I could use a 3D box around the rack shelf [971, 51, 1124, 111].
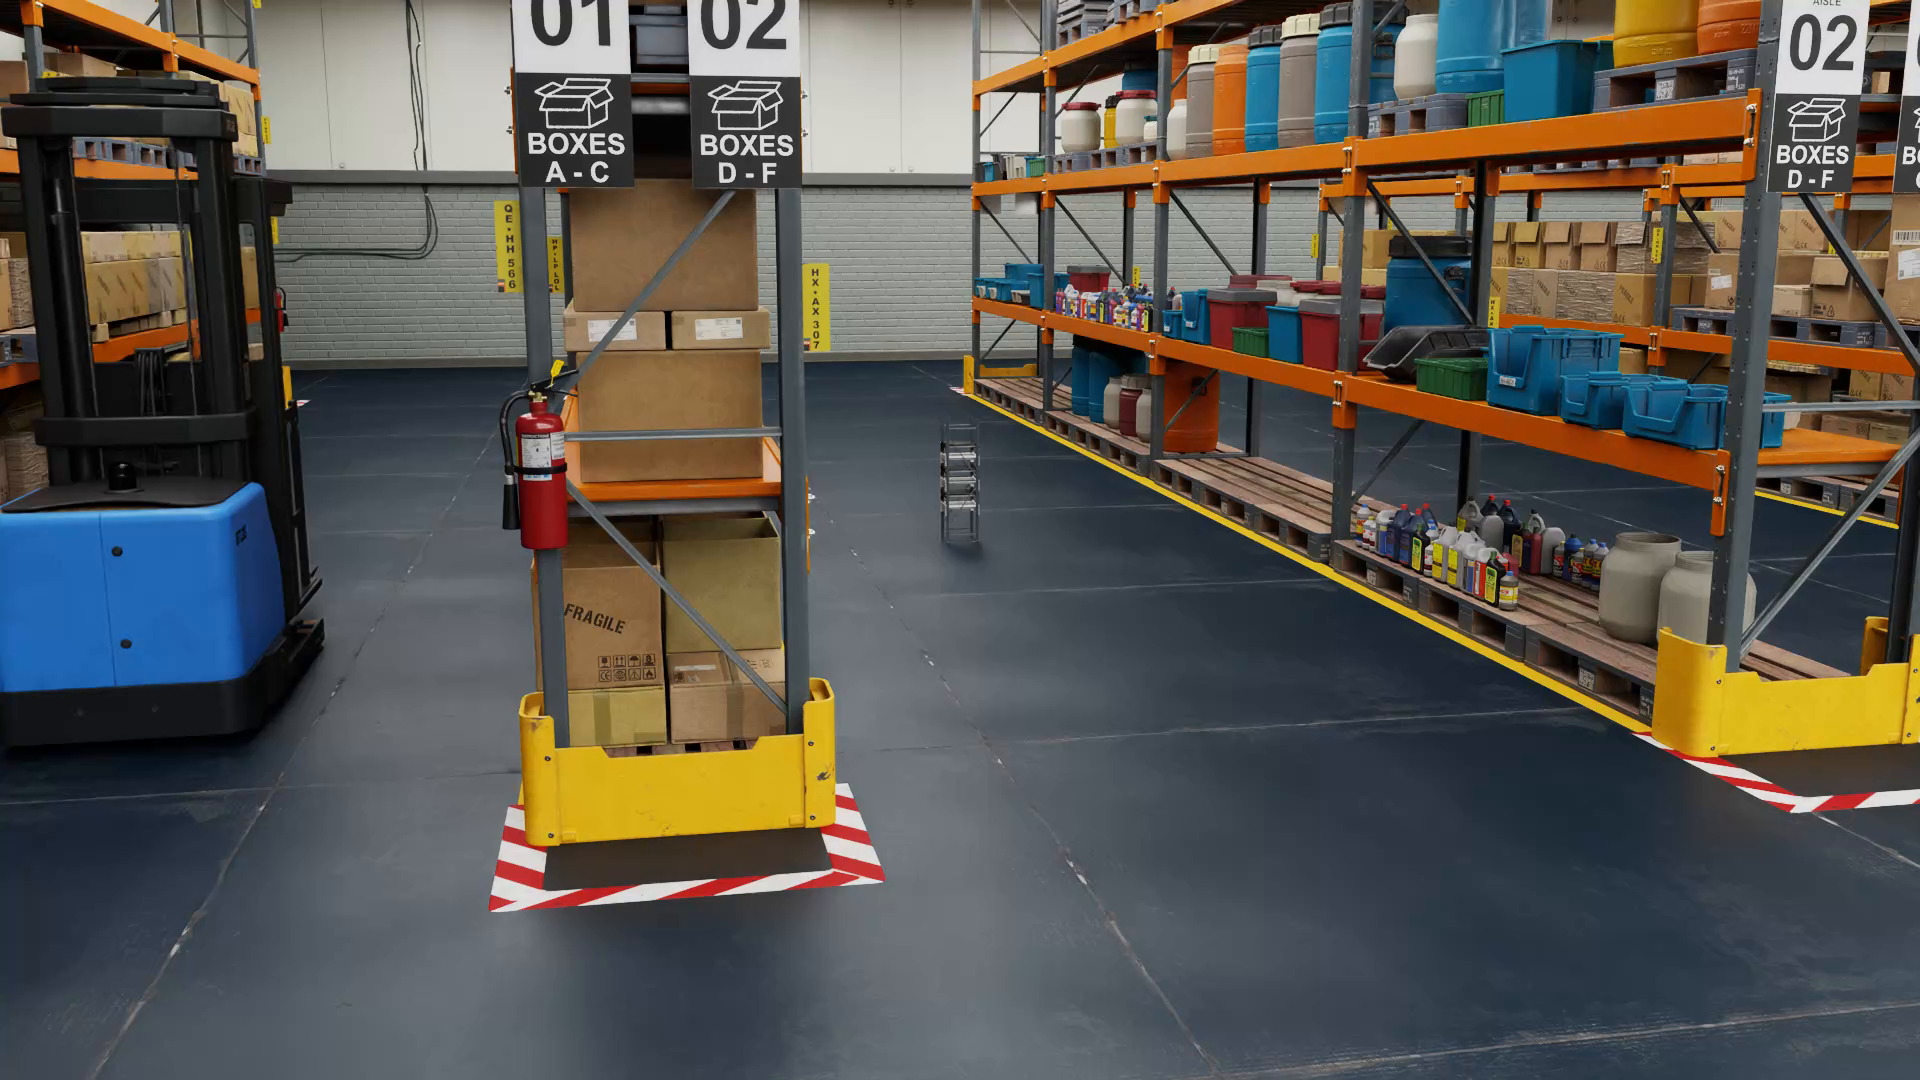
[{"bbox_3d":[1.054,-5.531,20.183,1.077,0.370,4.000,-2,11,-11],"label":"rack shelf"}]

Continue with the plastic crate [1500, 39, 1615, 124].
[{"bbox_3d":[3.110,-2.371,8.650,0.392,0.384,0.575,-2,11,-11],"label":"plastic crate"}]

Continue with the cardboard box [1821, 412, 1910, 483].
[{"bbox_3d":[7.575,-0.772,13.740,0.700,0.500,0.500,-3,11,-16],"label":"cardboard box"}]

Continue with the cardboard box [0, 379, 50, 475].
[{"bbox_3d":[-7.512,-0.963,13.860,0.750,0.750,0.750,-2,11,-12],"label":"cardboard box"}]

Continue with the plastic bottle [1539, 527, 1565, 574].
[{"bbox_3d":[3.534,0.054,9.998,0.152,0.276,0.135,-2,11,-10],"label":"plastic bottle"}]

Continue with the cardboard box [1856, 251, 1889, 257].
[{"bbox_3d":[10.872,-3.344,19.702,0.380,0.149,0.250,-2,11,-9],"label":"cardboard box"}]

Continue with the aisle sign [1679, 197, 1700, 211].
[{"bbox_3d":[10.688,-5.144,24.248,0.394,0.787,0.004,-2,11,-11],"label":"aisle sign"}]

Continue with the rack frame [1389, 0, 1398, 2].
[{"bbox_3d":[5.523,-6.628,22.952,1.000,3.000,0.127,-2,11,-11],"label":"rack frame"}]

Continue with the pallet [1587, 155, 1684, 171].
[{"bbox_3d":[6.902,-3.710,16.151,1.213,0.211,1.003,-2,11,-8],"label":"pallet"}]

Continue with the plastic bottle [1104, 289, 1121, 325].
[{"bbox_3d":[1.511,-2.308,16.433,0.144,0.351,0.185,-2,11,-11],"label":"plastic bottle"}]

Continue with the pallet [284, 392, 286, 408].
[{"bbox_3d":[-8.821,-1.627,20.179,1.003,0.211,1.213,-2,11,-11],"label":"pallet"}]

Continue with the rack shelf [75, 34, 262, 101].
[{"bbox_3d":[-8.664,-5.171,18.290,1.077,0.370,4.000,-2,11,-11],"label":"rack shelf"}]

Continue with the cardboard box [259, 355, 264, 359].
[{"bbox_3d":[-8.819,-1.994,20.213,0.700,0.500,0.500,-2,11,-11],"label":"cardboard box"}]

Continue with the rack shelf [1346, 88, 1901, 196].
[{"bbox_3d":[3.387,-2.053,8.863,1.077,0.370,4.000,-2,11,-11],"label":"rack shelf"}]

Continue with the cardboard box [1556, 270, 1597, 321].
[{"bbox_3d":[6.544,-2.531,17.204,0.500,0.500,0.500,-2,11,-13],"label":"cardboard box"}]

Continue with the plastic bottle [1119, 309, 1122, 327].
[{"bbox_3d":[1.579,-2.148,15.991,0.097,0.201,0.097,0,11,0],"label":"plastic bottle"}]

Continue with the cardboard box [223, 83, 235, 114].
[{"bbox_3d":[-8.447,-4.852,18.650,0.500,0.500,0.500,-3,11,-14],"label":"cardboard box"}]

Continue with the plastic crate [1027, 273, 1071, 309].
[{"bbox_3d":[1.017,-2.862,19.093,0.392,0.384,0.575,-2,11,-11],"label":"plastic crate"}]

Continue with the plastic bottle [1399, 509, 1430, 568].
[{"bbox_3d":[2.785,-0.017,10.171,0.144,0.351,0.185,-3,11,-13],"label":"plastic bottle"}]

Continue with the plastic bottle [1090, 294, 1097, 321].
[{"bbox_3d":[1.380,-2.370,16.973,0.097,0.271,0.097,0,11,0],"label":"plastic bottle"}]

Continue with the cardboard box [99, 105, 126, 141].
[{"bbox_3d":[-8.040,-3.880,15.095,0.700,0.500,0.500,-2,11,-12],"label":"cardboard box"}]

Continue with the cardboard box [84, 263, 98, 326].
[{"bbox_3d":[-7.341,-1.977,13.443,0.500,0.500,0.500,-2,11,-9],"label":"cardboard box"}]

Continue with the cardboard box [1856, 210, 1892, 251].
[{"bbox_3d":[11.337,-3.887,20.859,0.500,0.500,0.500,-2,11,-10],"label":"cardboard box"}]

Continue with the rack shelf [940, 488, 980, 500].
[{"bbox_3d":[-0.002,-0.322,12.143,0.258,0.077,0.200,-2,11,-11],"label":"rack shelf"}]

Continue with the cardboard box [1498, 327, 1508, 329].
[{"bbox_3d":[6.445,-1.993,19.205,1.225,0.875,0.875,-2,11,-11],"label":"cardboard box"}]

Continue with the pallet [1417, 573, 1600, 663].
[{"bbox_3d":[3.329,0.419,9.431,1.003,0.211,1.213,-2,11,-11],"label":"pallet"}]

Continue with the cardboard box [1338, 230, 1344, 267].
[{"bbox_3d":[5.449,-3.932,22.433,0.500,0.500,0.500,-2,11,-12],"label":"cardboard box"}]

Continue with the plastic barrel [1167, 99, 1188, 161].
[{"bbox_3d":[1.980,-3.494,14.209,0.421,0.512,0.421,0,11,0],"label":"plastic barrel"}]

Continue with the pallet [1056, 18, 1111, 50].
[{"bbox_3d":[1.634,-5.274,17.415,1.003,0.211,1.213,-2,11,-11],"label":"pallet"}]

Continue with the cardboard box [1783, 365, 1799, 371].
[{"bbox_3d":[10.748,-2.156,21.209,0.380,0.149,0.250,-3,11,-14],"label":"cardboard box"}]

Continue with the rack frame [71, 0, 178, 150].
[{"bbox_3d":[-8.275,-5.354,16.258,1.000,3.000,0.127,-2,11,-11],"label":"rack frame"}]

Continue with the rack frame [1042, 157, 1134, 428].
[{"bbox_3d":[1.443,-2.767,18.712,1.000,3.000,0.127,-2,11,-11],"label":"rack frame"}]

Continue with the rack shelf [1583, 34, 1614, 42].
[{"bbox_3d":[6.690,-4.978,17.275,1.077,0.370,4.000,-2,11,-11],"label":"rack shelf"}]

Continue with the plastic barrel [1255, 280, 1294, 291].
[{"bbox_3d":[2.630,-1.907,13.897,0.421,0.512,0.421,0,11,0],"label":"plastic barrel"}]

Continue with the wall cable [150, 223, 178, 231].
[{"bbox_3d":[-10.230,-3.840,21.632,0.084,1.984,1.851,-2,11,-11],"label":"wall cable"}]

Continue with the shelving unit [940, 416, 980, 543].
[{"bbox_3d":[-0.002,-0.444,12.120,0.258,0.900,0.210,-2,11,-11],"label":"shelving unit"}]

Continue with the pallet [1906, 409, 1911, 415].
[{"bbox_3d":[11.579,-1.372,18.841,1.003,0.211,1.213,-2,11,-11],"label":"pallet"}]

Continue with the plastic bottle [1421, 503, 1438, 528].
[{"bbox_3d":[2.890,-0.057,10.380,0.144,0.351,0.185,-2,11,-11],"label":"plastic bottle"}]

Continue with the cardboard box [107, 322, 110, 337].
[{"bbox_3d":[-7.572,-1.816,14.332,0.380,0.149,0.250,-2,11,-10],"label":"cardboard box"}]

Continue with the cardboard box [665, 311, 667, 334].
[{"bbox_3d":[-1.096,-0.975,7.293,0.380,0.149,0.250,-2,11,-12],"label":"cardboard box"}]

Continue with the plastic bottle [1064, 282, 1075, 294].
[{"bbox_3d":[1.201,-2.659,18.277,0.144,0.351,0.185,-2,11,-11],"label":"plastic bottle"}]

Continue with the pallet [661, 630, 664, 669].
[{"bbox_3d":[-1.507,0.621,8.369,1.003,0.211,1.213,-2,11,-11],"label":"pallet"}]

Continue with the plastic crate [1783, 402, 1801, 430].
[{"bbox_3d":[3.918,-0.612,8.097,0.298,0.136,0.250,-2,11,-11],"label":"plastic crate"}]

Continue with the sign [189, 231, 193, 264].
[{"bbox_3d":[-7.745,-2.958,16.831,0.100,0.325,0.005,-2,11,-11],"label":"sign"}]

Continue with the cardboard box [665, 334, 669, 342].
[{"bbox_3d":[-1.268,-0.618,7.154,0.700,0.500,0.500,-2,11,-10],"label":"cardboard box"}]

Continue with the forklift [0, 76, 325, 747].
[{"bbox_3d":[-3.963,-0.774,8.425,1.130,2.935,3.031,-2,11,-12],"label":"forklift"}]

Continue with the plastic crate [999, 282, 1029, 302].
[{"bbox_3d":[0.704,-3.094,20.718,0.416,0.233,0.300,-2,11,-11],"label":"plastic crate"}]

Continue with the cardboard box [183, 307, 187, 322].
[{"bbox_3d":[-7.932,-2.241,16.569,0.380,0.149,0.250,-2,11,-10],"label":"cardboard box"}]

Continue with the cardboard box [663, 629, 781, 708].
[{"bbox_3d":[-1.070,0.560,7.464,0.500,0.250,0.500,-2,11,-11],"label":"cardboard box"}]

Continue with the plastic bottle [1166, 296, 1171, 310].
[{"bbox_3d":[2.034,-2.354,16.673,0.144,0.351,0.185,-2,11,-11],"label":"plastic bottle"}]

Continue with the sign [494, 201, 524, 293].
[{"bbox_3d":[-1.618,-1.055,5.985,0.100,0.325,0.005,-2,11,-11],"label":"sign"}]

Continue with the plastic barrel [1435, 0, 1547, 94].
[{"bbox_3d":[3.087,-3.039,9.657,0.600,0.901,0.708,-2,11,-11],"label":"plastic barrel"}]

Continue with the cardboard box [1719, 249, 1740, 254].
[{"bbox_3d":[10.541,-3.665,22.365,0.500,0.500,0.500,-2,11,-12],"label":"cardboard box"}]

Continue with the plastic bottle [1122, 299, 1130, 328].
[{"bbox_3d":[1.598,-2.164,15.890,0.097,0.271,0.097,0,11,0],"label":"plastic bottle"}]
